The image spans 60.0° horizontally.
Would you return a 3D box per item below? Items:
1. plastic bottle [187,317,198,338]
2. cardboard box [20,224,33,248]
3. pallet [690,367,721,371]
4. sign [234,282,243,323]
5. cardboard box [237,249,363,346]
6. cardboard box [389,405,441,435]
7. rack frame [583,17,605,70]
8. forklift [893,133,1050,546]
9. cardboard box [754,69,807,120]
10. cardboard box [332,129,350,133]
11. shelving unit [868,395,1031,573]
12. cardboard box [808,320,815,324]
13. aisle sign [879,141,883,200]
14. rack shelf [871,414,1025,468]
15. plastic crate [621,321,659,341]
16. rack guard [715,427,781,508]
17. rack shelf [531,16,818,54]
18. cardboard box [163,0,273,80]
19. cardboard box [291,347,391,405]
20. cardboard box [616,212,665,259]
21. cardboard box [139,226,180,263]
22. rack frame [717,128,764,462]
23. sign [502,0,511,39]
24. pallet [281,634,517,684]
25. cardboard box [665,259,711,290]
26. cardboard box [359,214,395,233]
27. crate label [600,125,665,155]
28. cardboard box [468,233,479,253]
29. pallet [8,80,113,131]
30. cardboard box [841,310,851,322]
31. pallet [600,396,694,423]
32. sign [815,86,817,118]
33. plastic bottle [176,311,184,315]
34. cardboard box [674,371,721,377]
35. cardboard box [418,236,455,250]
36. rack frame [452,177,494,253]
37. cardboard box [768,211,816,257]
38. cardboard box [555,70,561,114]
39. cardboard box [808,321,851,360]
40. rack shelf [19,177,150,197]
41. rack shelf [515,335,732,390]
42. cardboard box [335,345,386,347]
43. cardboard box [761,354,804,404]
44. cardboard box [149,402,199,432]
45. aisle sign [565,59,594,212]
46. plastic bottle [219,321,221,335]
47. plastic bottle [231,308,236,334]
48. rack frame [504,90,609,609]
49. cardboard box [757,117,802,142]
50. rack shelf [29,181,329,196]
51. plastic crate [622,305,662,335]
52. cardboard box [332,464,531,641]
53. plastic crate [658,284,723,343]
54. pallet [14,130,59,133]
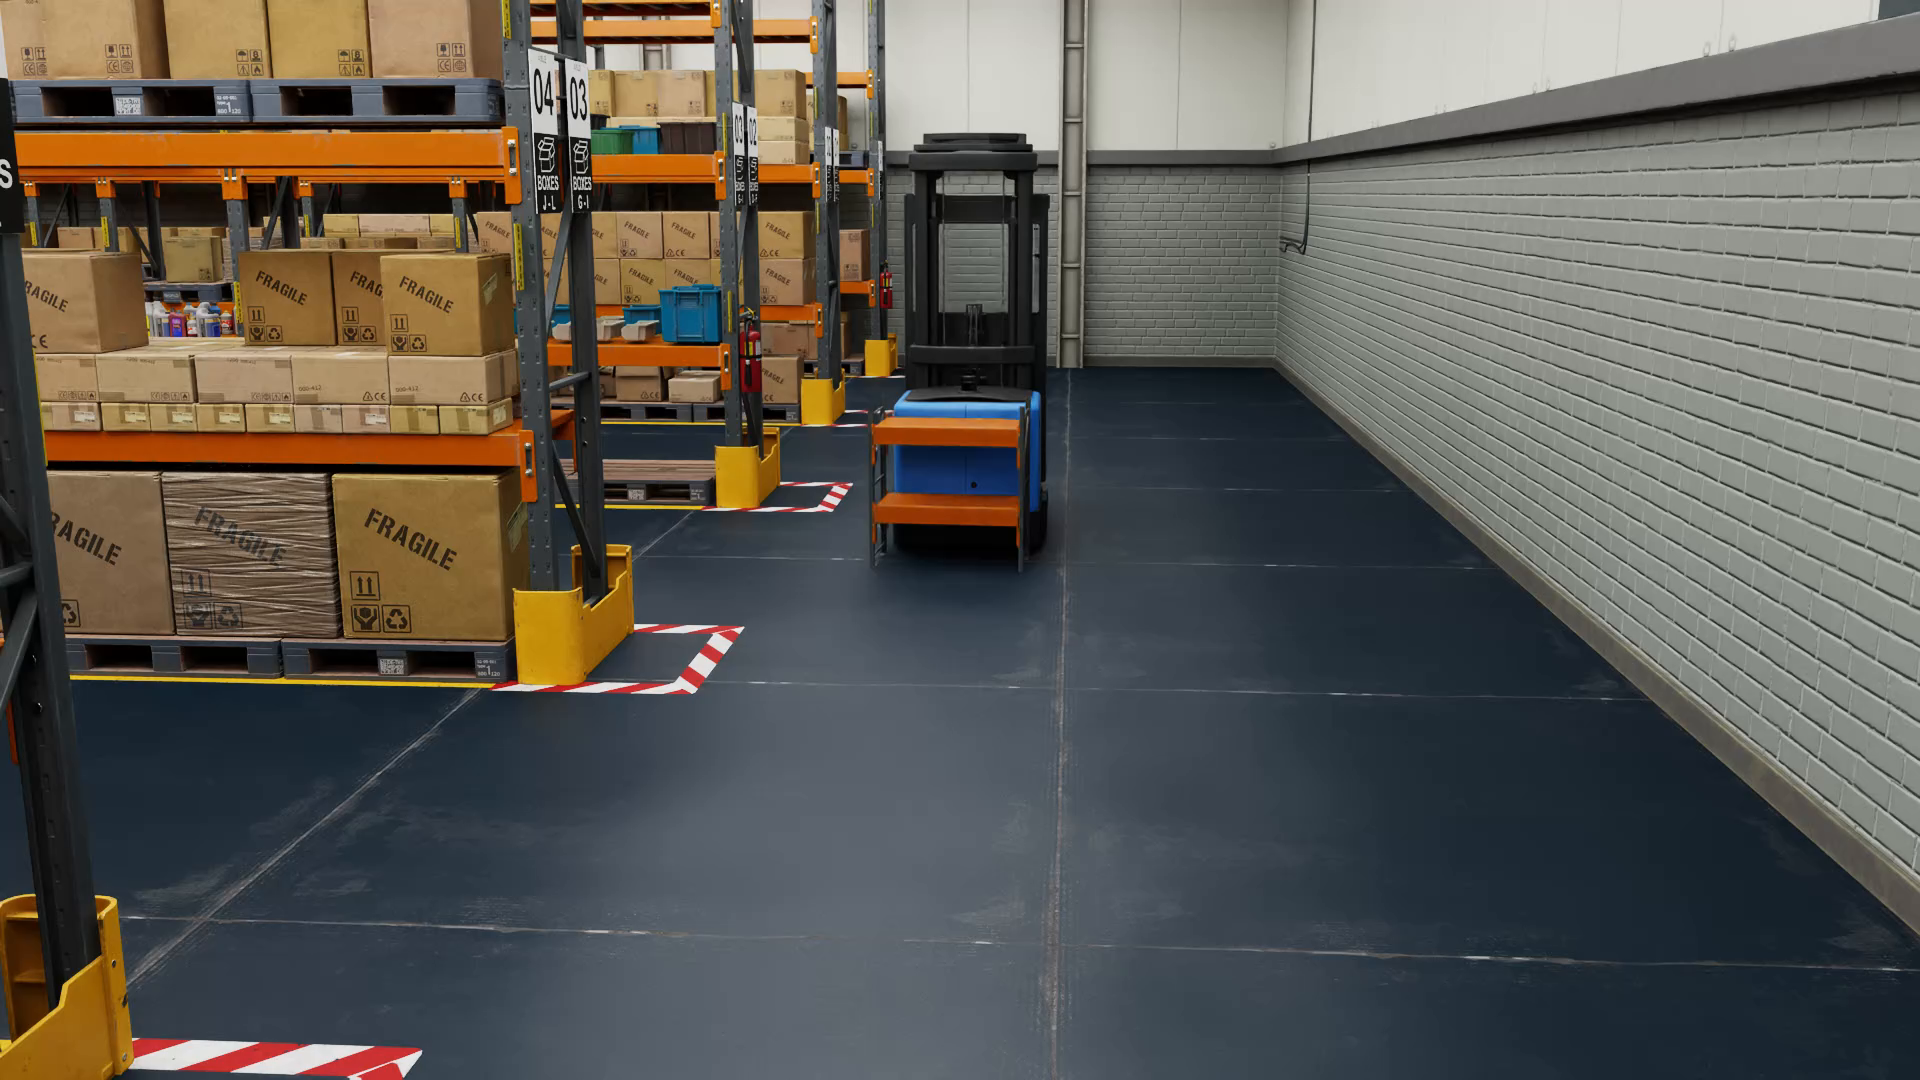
[{"bbox_3d":[-6.327,-1.736,13.728,0.097,0.201,0.097,0,12,0],"label":"plastic bottle"},{"bbox_3d":[-13.608,-4.278,23.881,0.500,0.500,0.500,1,12,4],"label":"cardboard box"},{"bbox_3d":[-3.159,-2.515,23.775,1.213,0.211,1.003,1,12,4],"label":"pallet"},{"bbox_3d":[-5.834,-1.921,13.452,0.005,0.325,0.100,1,12,4],"label":"sign"},{"bbox_3d":[-3.612,-1.345,9.182,0.500,0.500,0.500,0,12,2],"label":"cardboard box"},{"bbox_3d":[-2.772,-0.650,8.661,0.250,0.149,0.380,1,12,4],"label":"cardboard box"},{"bbox_3d":[-5.133,-6.859,23.078,0.127,3.000,1.000,1,12,4],"label":"rack frame"},{"bbox_3d":[0.138,-1.639,12.945,1.130,2.935,3.031,1,12,4],"label":"forklift"},{"bbox_3d":[-1.983,-4.866,18.191,0.500,0.500,0.700,1,12,4],"label":"cardboard box"},{"bbox_3d":[-6.626,-4.708,18.610,0.600,0.600,0.600,1,12,3],"label":"cardboard box"},{"bbox_3d":[-0.064,-0.393,11.398,1.048,1.125,0.538,2,12,7],"label":"shelving unit"},{"bbox_3d":[-1.987,-3.121,23.356,0.250,0.149,0.380,1,12,3],"label":"cardboard box"},{"bbox_3d":[-1.090,-5.078,22.867,0.004,0.787,0.394,1,12,4],"label":"aisle sign"},{"bbox_3d":[-0.064,-0.679,11.338,1.000,0.278,0.538,2,12,7],"label":"rack shelf"},{"bbox_3d":[-2.630,-1.718,13.653,0.243,0.136,0.396,1,12,4],"label":"plastic crate"},{"bbox_3d":[-1.779,-0.622,14.023,0.348,0.500,1.175,1,12,4],"label":"rack guard"},{"bbox_3d":[-3.465,-5.466,18.183,4.000,0.370,1.077,1,12,4],"label":"rack shelf"},{"bbox_3d":[-3.730,-2.629,8.670,0.500,0.500,0.700,0,12,0],"label":"cardboard box"},{"bbox_3d":[-3.142,-0.863,8.710,0.500,0.250,0.500,1,12,3],"label":"cardboard box"},{"bbox_3d":[-3.466,-3.364,18.336,0.500,0.500,0.500,1,12,6],"label":"cardboard box"},{"bbox_3d":[-11.393,-4.270,24.038,0.500,0.500,0.700,2,12,12],"label":"cardboard box"},{"bbox_3d":[-1.804,-1.844,13.755,0.127,3.000,1.000,1,12,4],"label":"rack frame"},{"bbox_3d":[-2.185,-2.584,8.000,0.005,0.325,0.100,1,12,4],"label":"sign"},{"bbox_3d":[-2.938,0.538,9.180,1.213,0.211,1.003,1,12,4],"label":"pallet"},{"bbox_3d":[-2.950,-2.869,18.415,0.500,0.500,0.500,1,12,4],"label":"cardboard box"},{"bbox_3d":[-8.152,-4.482,23.519,0.500,0.250,0.500,1,12,3],"label":"cardboard box"},{"bbox_3d":[-2.703,-3.318,13.840,0.502,0.251,0.408,1,12,4],"label":"crate label"},{"bbox_3d":[-6.621,-4.095,23.499,0.500,0.500,0.500,1,12,4],"label":"cardboard box"},{"bbox_3d":[-5.310,-2.298,8.818,1.213,0.211,1.003,1,12,4],"label":"pallet"},{"bbox_3d":[-1.709,-3.195,23.713,0.250,0.149,0.380,1,12,4],"label":"cardboard box"},{"bbox_3d":[-3.555,-1.519,19.017,1.213,0.211,1.003,1,12,4],"label":"pallet"},{"bbox_3d":[-1.526,-4.644,17.654,0.005,0.325,0.100,1,12,4],"label":"sign"},{"bbox_3d":[-6.808,-1.899,14.504,0.097,0.201,0.097,0,12,0],"label":"plastic bottle"},{"bbox_3d":[-2.991,-1.804,19.207,0.500,0.250,0.500,1,12,4],"label":"cardboard box"},{"bbox_3d":[-5.918,-3.217,19.051,0.500,0.500,0.700,-3,12,-15],"label":"cardboard box"},{"bbox_3d":[-5.460,-2.910,18.854,0.127,3.000,1.000,1,12,4],"label":"rack frame"},{"bbox_3d":[-1.894,-3.454,18.767,0.500,0.500,0.500,1,12,5],"label":"cardboard box"},{"bbox_3d":[-4.483,-4.882,18.269,0.500,0.500,0.700,1,12,4],"label":"cardboard box"},{"bbox_3d":[-1.847,-2.839,23.592,0.500,0.500,0.700,1,12,4],"label":"cardboard box"},{"bbox_3d":[-11.447,-4.108,19.013,4.000,0.370,1.077,1,12,4],"label":"rack shelf"},{"bbox_3d":[-3.800,-1.519,13.960,4.000,0.370,1.077,1,12,4],"label":"rack shelf"},{"bbox_3d":[-3.115,-0.971,9.226,0.500,0.250,0.500,1,12,3],"label":"cardboard box"},{"bbox_3d":[-2.028,-1.804,18.599,0.500,0.500,0.500,1,12,4],"label":"cardboard box"},{"bbox_3d":[-4.037,-0.667,8.746,0.250,0.149,0.380,1,12,5],"label":"cardboard box"},{"bbox_3d":[-2.043,-2.165,8.940,0.004,0.787,0.394,1,12,4],"label":"aisle sign"},{"bbox_3d":[-6.220,-1.766,13.871,0.097,0.201,0.097,0,12,0],"label":"plastic bottle"},{"bbox_3d":[-6.266,-1.935,14.478,0.133,0.283,0.061,1,12,4],"label":"plastic bottle"},{"bbox_3d":[-2.135,-0.832,8.918,0.127,3.000,1.000,1,12,4],"label":"rack frame"},{"bbox_3d":[-1.999,-4.450,18.034,0.500,0.250,0.500,1,12,4],"label":"cardboard box"},{"bbox_3d":[-11.120,-5.120,23.852,4.000,0.370,1.077,1,12,4],"label":"rack shelf"},{"bbox_3d":[-2.685,-1.871,14.147,0.300,0.233,0.416,1,12,4],"label":"plastic crate"},{"bbox_3d":[-2.779,0.010,9.057,0.875,0.875,0.875,1,12,4],"label":"cardboard box"},{"bbox_3d":[-2.151,-1.857,13.585,0.499,0.435,0.616,1,12,4],"label":"plastic crate"},{"bbox_3d":[-7.716,-3.280,13.756,1.213,0.211,1.003,1,12,4],"label":"pallet"}]
